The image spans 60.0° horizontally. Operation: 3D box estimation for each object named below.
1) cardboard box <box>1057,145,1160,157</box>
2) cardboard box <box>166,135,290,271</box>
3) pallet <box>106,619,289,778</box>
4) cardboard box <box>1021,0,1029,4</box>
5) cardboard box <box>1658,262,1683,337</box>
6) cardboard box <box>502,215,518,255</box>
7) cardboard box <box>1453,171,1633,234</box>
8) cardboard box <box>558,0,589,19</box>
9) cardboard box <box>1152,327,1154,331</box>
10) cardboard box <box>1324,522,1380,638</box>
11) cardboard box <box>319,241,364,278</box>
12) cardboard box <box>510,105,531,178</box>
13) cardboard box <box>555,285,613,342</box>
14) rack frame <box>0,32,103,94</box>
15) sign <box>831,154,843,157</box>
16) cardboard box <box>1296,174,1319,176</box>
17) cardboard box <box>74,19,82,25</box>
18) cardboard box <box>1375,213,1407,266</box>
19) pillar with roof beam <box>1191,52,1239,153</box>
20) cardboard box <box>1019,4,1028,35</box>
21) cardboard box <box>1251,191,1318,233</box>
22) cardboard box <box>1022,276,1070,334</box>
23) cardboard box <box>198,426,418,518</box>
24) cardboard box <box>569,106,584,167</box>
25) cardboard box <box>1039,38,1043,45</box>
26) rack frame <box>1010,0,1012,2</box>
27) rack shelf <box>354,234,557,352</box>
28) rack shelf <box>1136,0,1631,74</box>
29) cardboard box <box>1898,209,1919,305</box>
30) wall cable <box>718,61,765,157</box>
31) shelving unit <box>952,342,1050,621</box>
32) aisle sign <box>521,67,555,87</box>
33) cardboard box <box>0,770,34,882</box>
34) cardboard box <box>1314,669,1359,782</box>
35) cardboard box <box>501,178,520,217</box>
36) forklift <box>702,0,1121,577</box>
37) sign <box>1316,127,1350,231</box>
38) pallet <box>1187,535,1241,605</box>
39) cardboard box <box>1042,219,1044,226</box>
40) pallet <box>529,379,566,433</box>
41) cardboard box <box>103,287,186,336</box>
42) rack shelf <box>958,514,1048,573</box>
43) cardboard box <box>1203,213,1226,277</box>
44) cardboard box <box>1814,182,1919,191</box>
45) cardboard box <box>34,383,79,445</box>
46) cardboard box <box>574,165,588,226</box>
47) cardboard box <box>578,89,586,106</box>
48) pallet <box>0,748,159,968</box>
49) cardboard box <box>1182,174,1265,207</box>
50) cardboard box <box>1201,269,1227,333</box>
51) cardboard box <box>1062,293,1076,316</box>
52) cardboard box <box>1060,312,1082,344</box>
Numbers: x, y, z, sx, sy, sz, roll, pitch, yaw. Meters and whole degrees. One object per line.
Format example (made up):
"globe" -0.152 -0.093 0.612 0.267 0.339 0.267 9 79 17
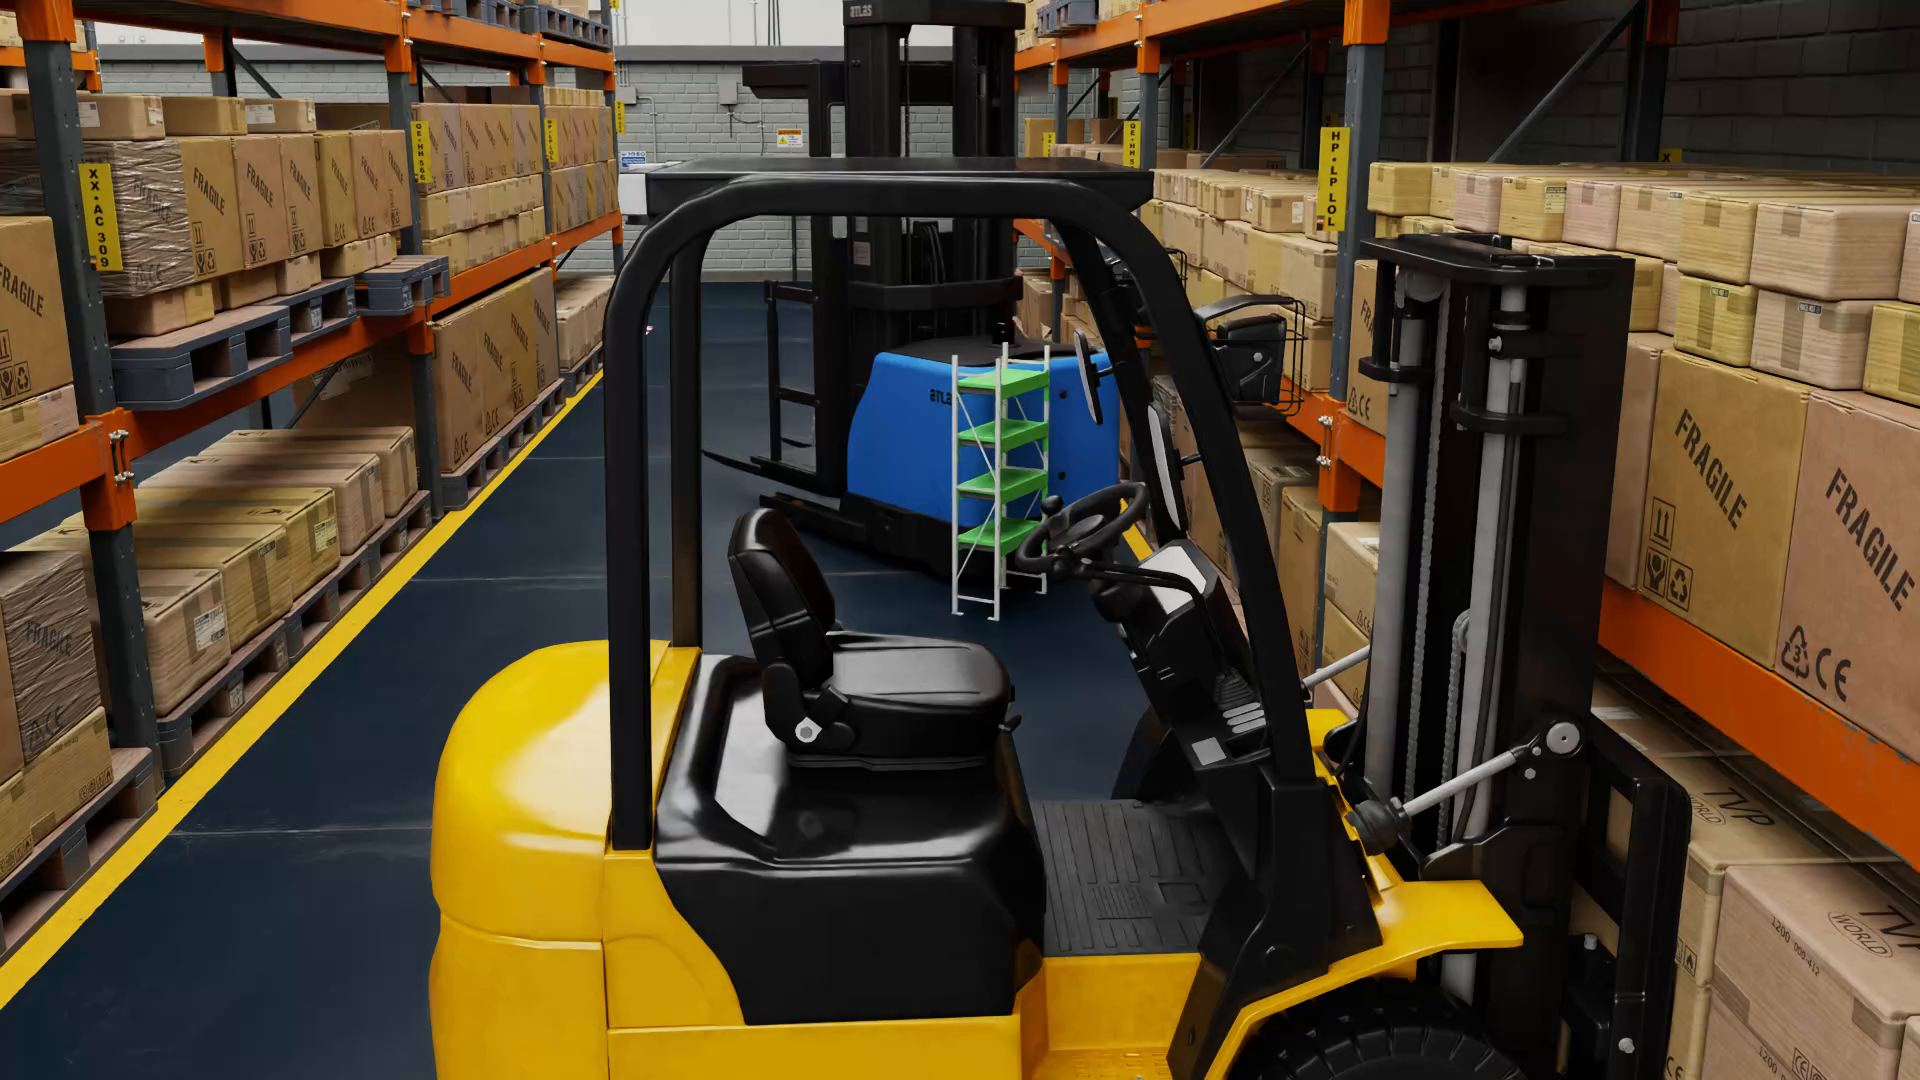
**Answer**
"cardboard box" 1.087 -2.637 12.213 0.700 0.500 0.500 -1 14 -3
"cardboard box" -3.002 -1.335 6.556 0.500 0.500 0.500 -1 14 -4
"pallet" -3.260 0.586 6.325 1.003 0.211 1.213 -1 14 -3
"cardboard box" 0.835 -5.033 15.249 0.500 0.250 0.500 -1 14 -4
"cardboard box" 1.661 -0.480 3.370 0.380 0.149 0.250 -1 14 -4
"cardboard box" -3.384 -2.128 11.577 0.500 0.250 0.500 -1 14 -5
"cardboard box" 1.512 -0.878 4.321 0.380 0.149 0.250 -1 14 -2
"cardboard box" -3.836 -5.076 15.974 0.500 0.250 0.500 -2 15 -9
"cardboard box" 1.205 -1.331 11.051 0.380 0.149 0.250 -1 14 -4
"cardboard box" 1.461 0.121 5.205 0.500 0.250 0.500 -1 14 -4
"cardboard box" -3.015 -1.311 7.763 0.380 0.149 0.250 -1 14 -2
"cardboard box" -3.388 -2.857 11.904 0.500 0.500 0.500 -1 14 -2
"cardboard box" -3.748 -2.128 15.575 0.875 0.438 0.875 0 14 -2
"rack frame" -8.888 -3.454 16.429 1.000 3.000 0.127 -1 14 -3
"sign" -1.740 -4.966 22.500 0.329 0.494 0.001 -1 14 -3
"cardboard box" 1.886 -1.739 8.264 0.380 0.149 0.250 -1 14 -5
"cardboard box" -8.605 -4.965 15.582 0.500 0.250 0.500 -1 14 -5
"cardboard box" 1.501 -0.928 5.109 0.380 0.149 0.250 -1 14 -4
"pillar with roof beam" -2.192 -5.664 12.980 9.100 9.000 0.400 -1 14 -3
"cardboard box" 0.826 -4.789 15.302 0.500 0.250 0.500 -1 14 -5
"cardboard box" 1.356 -1.281 6.484 0.380 0.149 0.250 -1 14 -5
"cardboard box" 0.958 -2.259 15.959 0.700 0.500 0.500 0 14 -1
"cardboard box" -3.433 -0.356 8.819 0.950 0.372 0.625 -2 15 -7
"cardboard box" -3.539 -3.468 14.280 0.500 0.500 0.500 -1 14 -2
"cardboard box" 0.891 -4.372 14.484 0.380 0.149 0.250 -1 14 -3
"rack frame" 1.000 -6.538 16.378 1.000 3.000 0.127 -1 14 -3
"rack shelf" -3.582 -1.715 11.114 1.077 0.370 4.000 -1 14 -3
"rack shelf" 1.620 -2.250 7.175 1.077 0.370 4.000 -1 14 -3
"cardboard box" 1.728 -0.435 2.596 0.380 0.149 0.250 -1 14 -3
"wall cable" -2.911 -5.474 22.243 0.588 1.984 0.122 -1 14 -3
"shelving unit" 0.192 -0.282 7.713 0.258 1.200 0.503 8 16 28
"aisle sign" -4.247 -4.828 16.552 0.394 0.787 0.004 -1 14 -3
"cardboard box" -2.862 0.833 4.446 0.500 0.250 0.500 -1 14 -5
"cardboard box" 1.443 0.605 5.329 0.500 0.250 0.500 -1 14 -3
"cardboard box" -3.359 -2.371 11.519 0.500 0.250 0.500 -1 14 -2
"forklift" -0.477 -1.543 9.142 1.130 2.935 3.031 -11 18 -37
"sign" 1.203 -1.160 5.350 0.100 0.325 0.005 -1 14 -3
"pallet" 1.581 0.215 7.765 1.003 0.211 1.213 -1 14 -3
"cardboard box" 0.898 -2.720 14.083 0.380 0.149 0.250 -1 14 -2
"pallet" -3.583 -1.019 12.564 1.003 0.211 1.213 -1 14 -3
"cardboard box" -2.929 -0.795 5.757 0.380 0.149 0.250 -1 14 -3
"rack shelf" 0.192 0.013 7.788 0.258 0.148 0.480 8 16 28
"cardboard box" 1.381 -1.317 7.422 0.500 0.250 0.500 -1 14 -3
"cardboard box" 2.097 -0.698 3.619 0.380 0.149 0.250 0 14 -2
"cardboard box" -2.886 -0.374 4.964 0.380 0.149 0.250 -1 14 -4
"cardboard box" -3.525 -2.978 14.382 0.500 0.500 0.500 -1 14 -3
"cardboard box" -3.598 -3.999 15.041 0.380 0.149 0.250 -1 14 -2
"pallet" -3.133 0.946 4.925 1.003 0.211 1.213 -1 14 -3
"cardboard box" 1.310 -1.727 8.217 0.380 0.149 0.250 -1 14 -3
"cardboard box" 1.375 -1.074 7.482 0.500 0.250 0.500 0 14 -2
"cardboard box" 1.005 -1.851 13.075 0.380 0.149 0.250 0 14 -1
"cardboard box" 1.054 -1.507 13.037 0.500 0.500 0.500 0 14 -1
